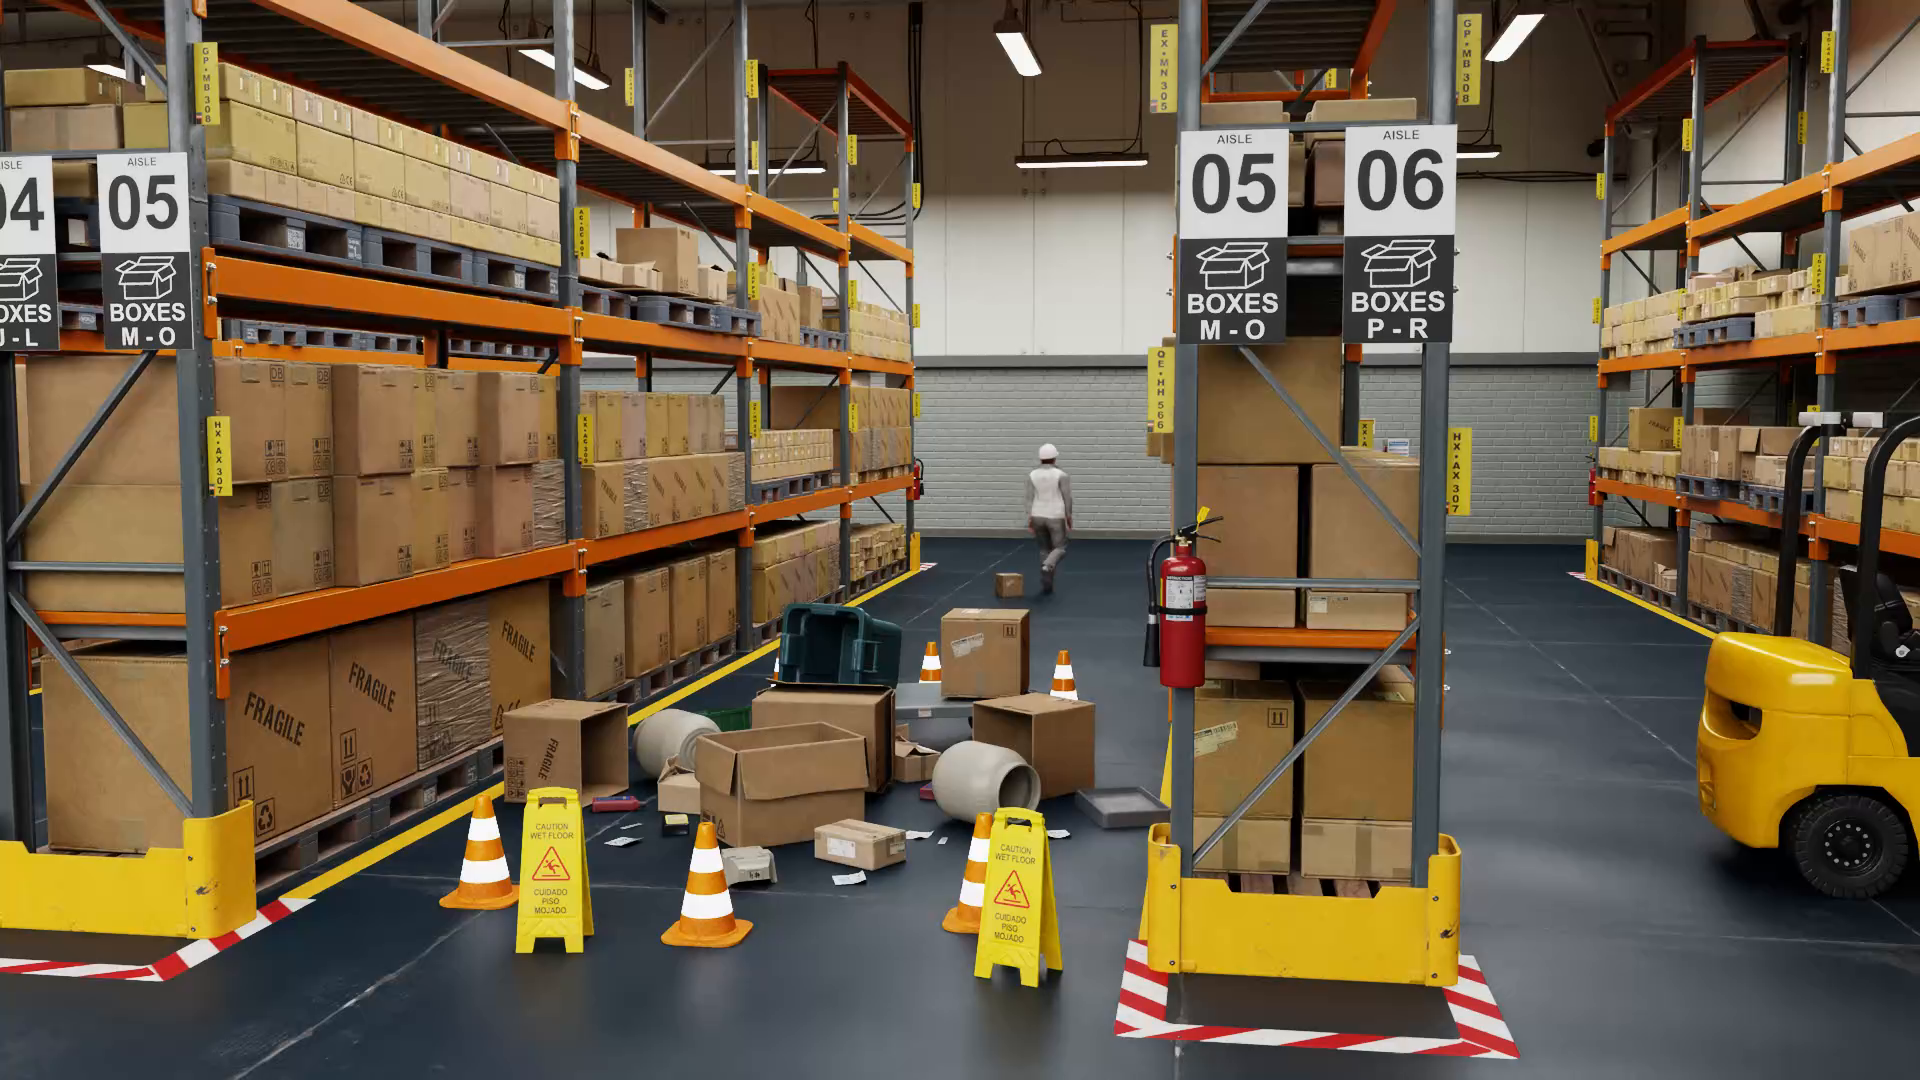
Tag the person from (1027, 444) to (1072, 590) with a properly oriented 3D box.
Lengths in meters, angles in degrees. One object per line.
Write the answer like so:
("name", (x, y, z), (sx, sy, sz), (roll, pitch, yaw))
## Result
("person", (1.060, -0.268, 19.764), (0.549, 1.750, 0.744), (2, 5, 21))
